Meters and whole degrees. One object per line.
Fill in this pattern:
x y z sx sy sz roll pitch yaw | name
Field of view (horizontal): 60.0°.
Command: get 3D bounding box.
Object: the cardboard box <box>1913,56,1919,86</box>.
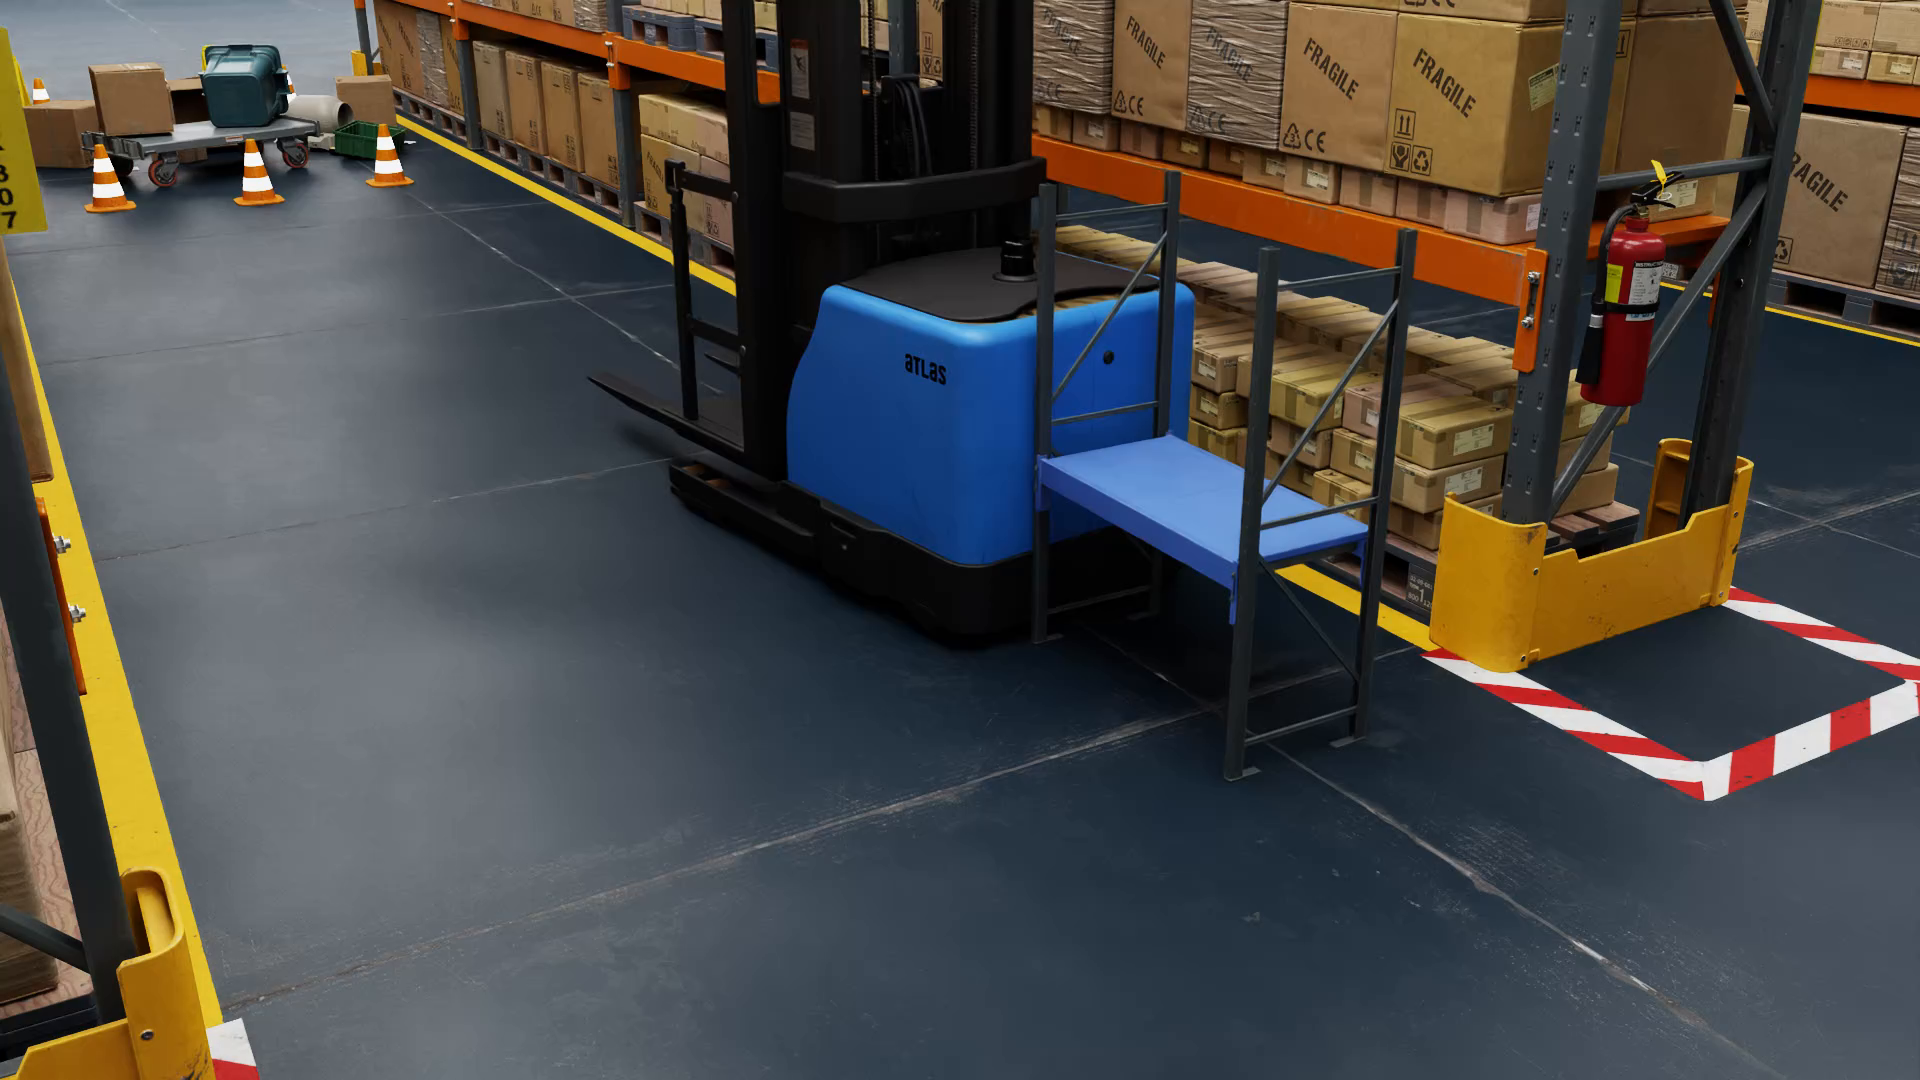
5.227 -2.453 8.697 0.380 0.149 0.250 -12 25 -27 | cardboard box

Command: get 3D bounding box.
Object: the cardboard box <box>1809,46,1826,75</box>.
4.830 -2.704 9.313 0.380 0.149 0.250 -13 25 -29 | cardboard box

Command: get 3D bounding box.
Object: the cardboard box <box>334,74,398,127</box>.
-5.648 -4.134 15.815 0.500 0.500 0.500 -8 23 -19 | cardboard box

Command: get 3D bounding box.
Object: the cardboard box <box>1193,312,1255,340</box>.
1.046 -0.804 6.744 0.380 0.149 0.250 -14 26 -30 | cardboard box

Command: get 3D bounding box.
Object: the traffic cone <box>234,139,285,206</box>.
-5.332 -2.792 12.566 0.336 0.463 0.334 -13 25 -28 | traffic cone

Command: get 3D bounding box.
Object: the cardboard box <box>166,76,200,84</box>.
-7.146 -4.058 15.626 0.637 0.503 0.797 8 23 18 | cardboard box

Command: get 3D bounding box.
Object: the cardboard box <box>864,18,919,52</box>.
-0.259 -2.565 8.414 0.380 0.149 0.250 -13 26 -29 | cardboard box

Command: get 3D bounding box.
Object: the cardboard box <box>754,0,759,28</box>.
-1.064 -3.072 9.662 0.380 0.149 0.250 -14 26 -30 | cardboard box

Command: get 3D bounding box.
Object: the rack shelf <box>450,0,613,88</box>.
-2.951 -4.005 13.137 1.077 0.370 4.000 -13 25 -28 | rack shelf

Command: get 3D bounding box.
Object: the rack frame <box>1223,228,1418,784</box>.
0.962 -0.067 4.484 0.500 1.500 0.032 -12 25 -27 | rack frame

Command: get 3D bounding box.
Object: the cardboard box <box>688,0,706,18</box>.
-1.460 -3.324 10.282 0.380 0.149 0.250 -11 25 -26 | cardboard box

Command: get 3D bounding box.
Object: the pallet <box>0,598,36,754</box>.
-3.142 0.537 4.710 1.003 0.211 1.213 -13 25 -28 | pallet

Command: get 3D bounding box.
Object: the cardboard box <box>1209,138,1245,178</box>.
1.165 -1.470 6.278 0.380 0.149 0.250 -14 26 -30 | cardboard box

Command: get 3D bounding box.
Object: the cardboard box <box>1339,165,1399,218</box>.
1.512 -1.202 5.619 0.380 0.149 0.250 -13 25 -29 | cardboard box

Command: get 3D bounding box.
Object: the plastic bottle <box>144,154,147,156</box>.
-7.224 -3.418 14.640 0.133 0.061 0.283 -8 23 -19 | plastic bottle

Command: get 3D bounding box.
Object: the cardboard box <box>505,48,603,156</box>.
-3.089 -3.642 13.717 1.050 0.750 0.750 -13 25 -28 | cardboard box

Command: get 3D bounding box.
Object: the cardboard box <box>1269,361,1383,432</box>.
1.348 -0.525 6.058 0.380 0.149 0.250 -13 26 -29 | cardboard box

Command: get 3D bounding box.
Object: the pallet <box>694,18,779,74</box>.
-0.883 -2.969 9.888 1.003 0.211 1.213 -13 25 -28 | pallet

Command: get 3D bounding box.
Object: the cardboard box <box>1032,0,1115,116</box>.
0.635 -2.043 6.826 0.500 0.500 0.500 -13 26 -29 | cardboard box

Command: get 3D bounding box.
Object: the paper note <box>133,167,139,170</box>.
-6.981 -3.125 13.960 0.148 0.019 0.142 -13 25 -28 | paper note

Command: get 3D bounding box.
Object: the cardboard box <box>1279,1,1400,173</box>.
1.447 -1.549 5.611 0.500 0.500 0.500 -13 26 -29 | cardboard box

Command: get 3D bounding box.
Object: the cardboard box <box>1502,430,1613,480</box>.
2.110 -0.332 5.978 0.380 0.149 0.250 -11 25 -26 | cardboard box

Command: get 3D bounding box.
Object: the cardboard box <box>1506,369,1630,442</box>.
2.181 -0.486 5.961 0.380 0.149 0.250 -14 26 -31 | cardboard box

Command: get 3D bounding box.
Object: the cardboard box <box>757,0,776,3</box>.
-0.936 -3.129 9.407 0.380 0.149 0.250 -12 25 -28 | cardboard box

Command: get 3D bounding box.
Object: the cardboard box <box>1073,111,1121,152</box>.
0.691 -1.708 6.864 0.380 0.149 0.250 -11 25 -26 | cardboard box

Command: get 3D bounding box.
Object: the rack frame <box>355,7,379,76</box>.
-6.016 -6.281 17.780 1.000 3.000 0.127 -13 25 -28 | rack frame

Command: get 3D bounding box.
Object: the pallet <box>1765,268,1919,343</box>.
5.378 -1.369 9.399 1.003 0.211 1.213 -13 25 -28 | pallet

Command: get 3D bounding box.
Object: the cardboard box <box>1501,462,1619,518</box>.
2.164 -0.206 6.064 0.380 0.149 0.250 -12 25 -27 | cardboard box

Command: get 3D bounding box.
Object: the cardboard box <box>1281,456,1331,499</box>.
1.429 -0.271 6.224 0.380 0.149 0.250 -13 25 -28 | cardboard box

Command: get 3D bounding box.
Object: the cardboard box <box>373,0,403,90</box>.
-5.613 -5.284 17.592 0.875 0.875 0.875 -12 25 -28 | cardboard box

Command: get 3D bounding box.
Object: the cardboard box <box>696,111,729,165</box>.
-1.285 -2.478 10.191 0.500 0.250 0.500 -12 25 -28 | cardboard box

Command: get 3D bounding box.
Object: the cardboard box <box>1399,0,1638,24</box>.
1.709 -1.849 5.021 0.500 0.500 0.500 -13 26 -29 | cardboard box

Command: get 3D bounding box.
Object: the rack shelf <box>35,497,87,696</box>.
-3.069 -0.431 4.343 1.077 0.370 4.000 -13 25 -28 | rack shelf

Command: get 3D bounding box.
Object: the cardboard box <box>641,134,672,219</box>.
-1.788 -2.450 11.116 0.500 0.500 0.500 -14 26 -30 | cardboard box

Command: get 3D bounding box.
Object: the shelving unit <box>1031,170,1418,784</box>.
0.710 -0.233 4.893 0.538 1.500 1.048 -12 25 -27 | shelving unit

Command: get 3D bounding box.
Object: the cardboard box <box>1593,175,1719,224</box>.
2.273 -1.153 5.498 0.380 0.149 0.250 -13 25 -29 | cardboard box

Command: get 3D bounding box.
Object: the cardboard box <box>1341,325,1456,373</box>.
1.721 -0.722 6.543 0.380 0.149 0.250 -14 26 -31 | cardboard box

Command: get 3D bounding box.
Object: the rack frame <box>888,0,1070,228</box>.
0.114 -2.396 8.223 1.000 3.000 0.127 -13 25 -28 | rack frame

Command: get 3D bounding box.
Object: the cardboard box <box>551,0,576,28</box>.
-2.644 -3.993 12.019 0.500 0.500 0.500 -13 25 -28 | cardboard box

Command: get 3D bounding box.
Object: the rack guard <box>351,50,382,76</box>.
-6.028 -5.130 18.270 1.175 0.500 0.348 -13 25 -28 | rack guard

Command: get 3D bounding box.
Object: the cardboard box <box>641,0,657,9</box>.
-1.875 -3.586 10.925 0.380 0.149 0.250 -13 25 -29 | cardboard box

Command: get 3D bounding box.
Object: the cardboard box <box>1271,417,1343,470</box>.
1.375 -0.397 6.137 0.380 0.149 0.250 -14 26 -30 | cardboard box

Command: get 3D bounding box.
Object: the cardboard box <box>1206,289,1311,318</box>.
1.281 -0.971 7.155 0.380 0.149 0.250 -13 25 -28 | cardboard box

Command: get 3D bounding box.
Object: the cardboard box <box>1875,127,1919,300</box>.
5.612 -1.719 8.822 0.875 0.875 0.875 -13 25 -28 | cardboard box

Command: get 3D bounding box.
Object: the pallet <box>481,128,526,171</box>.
-3.514 -3.459 14.541 1.003 0.211 1.213 -13 25 -28 | pallet

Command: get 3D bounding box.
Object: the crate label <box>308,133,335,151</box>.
-5.692 -3.568 14.908 0.250 0.136 0.298 8 23 18 | crate label

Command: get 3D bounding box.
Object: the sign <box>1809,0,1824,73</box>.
2.623 -1.607 5.131 0.100 0.325 0.005 -13 25 -28 | sign

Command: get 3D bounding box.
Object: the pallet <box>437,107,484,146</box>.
-4.294 -3.955 15.762 1.003 0.211 1.213 -13 25 -28 | pallet

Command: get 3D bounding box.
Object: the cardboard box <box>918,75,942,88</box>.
-0.023 -2.125 7.890 0.380 0.149 0.250 -12 25 -26 | cardboard box

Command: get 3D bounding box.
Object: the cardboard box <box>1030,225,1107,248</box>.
0.519 -1.481 8.409 0.380 0.149 0.250 -12 25 -27 | cardboard box

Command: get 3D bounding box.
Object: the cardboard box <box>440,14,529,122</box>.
-4.234 -4.413 15.449 0.875 0.875 0.875 -12 25 -27 | cardboard box

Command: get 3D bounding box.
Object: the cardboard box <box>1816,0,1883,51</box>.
4.963 -2.855 9.156 0.500 0.250 0.500 -12 25 -27 | cardboard box

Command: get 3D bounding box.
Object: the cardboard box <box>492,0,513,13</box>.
-3.424 -4.485 13.228 0.500 0.500 0.500 -13 25 -29 | cardboard box

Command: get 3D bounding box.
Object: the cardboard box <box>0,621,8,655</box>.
-3.404 0.095 4.940 0.875 0.438 0.875 -13 26 -30 | cardboard box

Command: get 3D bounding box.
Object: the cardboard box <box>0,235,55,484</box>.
-2.045 -0.373 3.114 0.500 0.500 0.500 -13 25 -29 | cardboard box

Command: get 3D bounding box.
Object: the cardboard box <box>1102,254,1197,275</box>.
0.883 -1.227 7.785 0.380 0.149 0.250 -12 25 -27 | cardboard box

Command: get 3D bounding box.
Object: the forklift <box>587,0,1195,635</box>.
-0.502 -1.538 6.202 1.130 2.935 3.031 -17 27 -35 | forklift

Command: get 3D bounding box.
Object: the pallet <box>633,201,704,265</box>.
-1.532 -2.146 11.311 1.003 0.211 1.213 -13 25 -28 | pallet
